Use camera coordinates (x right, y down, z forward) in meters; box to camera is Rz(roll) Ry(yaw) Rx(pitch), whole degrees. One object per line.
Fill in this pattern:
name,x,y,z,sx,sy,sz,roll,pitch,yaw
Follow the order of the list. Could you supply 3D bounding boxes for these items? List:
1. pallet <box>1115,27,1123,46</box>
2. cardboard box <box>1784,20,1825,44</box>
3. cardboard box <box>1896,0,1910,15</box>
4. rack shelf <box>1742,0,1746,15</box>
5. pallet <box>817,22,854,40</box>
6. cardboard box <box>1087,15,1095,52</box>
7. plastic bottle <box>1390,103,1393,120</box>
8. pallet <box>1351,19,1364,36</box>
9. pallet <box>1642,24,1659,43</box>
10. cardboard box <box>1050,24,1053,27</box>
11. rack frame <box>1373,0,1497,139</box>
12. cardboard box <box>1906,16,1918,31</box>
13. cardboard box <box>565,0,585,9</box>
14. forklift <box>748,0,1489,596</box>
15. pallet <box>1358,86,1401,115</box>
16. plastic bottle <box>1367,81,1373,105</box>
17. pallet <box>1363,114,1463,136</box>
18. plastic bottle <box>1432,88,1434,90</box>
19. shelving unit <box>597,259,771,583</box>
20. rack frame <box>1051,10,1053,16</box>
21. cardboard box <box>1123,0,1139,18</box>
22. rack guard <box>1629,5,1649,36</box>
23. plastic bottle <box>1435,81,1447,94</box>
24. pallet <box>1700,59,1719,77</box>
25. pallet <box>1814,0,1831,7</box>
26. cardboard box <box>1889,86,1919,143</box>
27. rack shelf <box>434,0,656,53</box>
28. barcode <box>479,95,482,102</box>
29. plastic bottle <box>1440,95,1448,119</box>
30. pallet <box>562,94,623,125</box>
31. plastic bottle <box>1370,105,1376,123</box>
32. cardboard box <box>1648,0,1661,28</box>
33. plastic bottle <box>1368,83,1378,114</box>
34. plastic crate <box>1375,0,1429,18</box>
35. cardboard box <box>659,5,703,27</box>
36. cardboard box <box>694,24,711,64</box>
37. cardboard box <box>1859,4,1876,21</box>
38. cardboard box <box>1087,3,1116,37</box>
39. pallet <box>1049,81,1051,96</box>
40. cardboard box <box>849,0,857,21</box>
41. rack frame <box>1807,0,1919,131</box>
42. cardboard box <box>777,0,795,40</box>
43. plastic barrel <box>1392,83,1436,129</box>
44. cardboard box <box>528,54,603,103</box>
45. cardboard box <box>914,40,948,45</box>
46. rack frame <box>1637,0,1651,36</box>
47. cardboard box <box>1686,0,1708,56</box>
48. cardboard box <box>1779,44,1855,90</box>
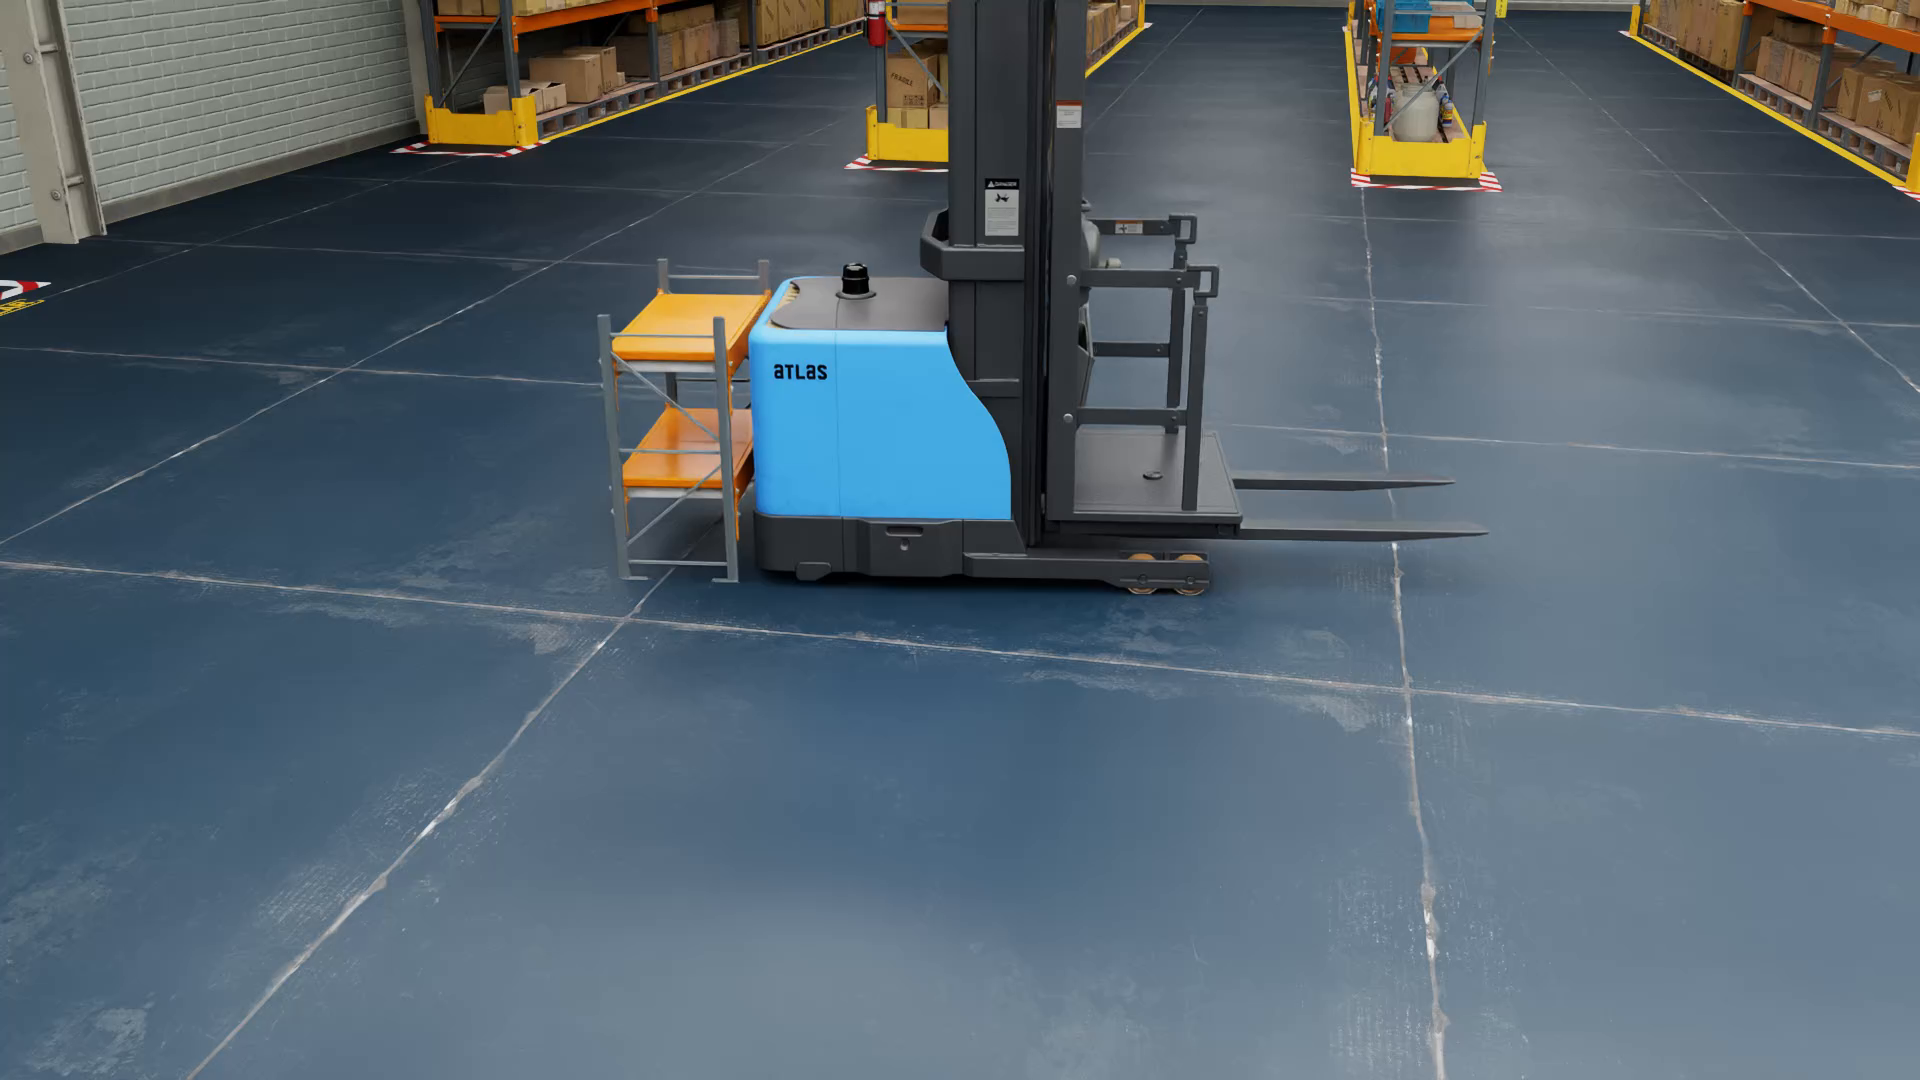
pallet,2.238,-8.665,28.586,1.003,0.211,1.213,4,22,11
cardboard box,10.772,-6.438,21.078,0.500,0.250,0.500,7,23,17
cardboard box,9.614,-5.317,16.008,0.875,0.500,0.500,4,22,11
rack shelf,11.386,-7.886,23.881,1.077,0.370,4.000,4,22,11
pallet,-2.521,-9.062,29.572,1.003,0.211,1.213,4,22,11
cardboard box,1.755,-7.626,25.029,0.500,0.500,0.500,4,22,9
plastic bottle,4.675,-4.689,18.138,0.097,0.201,0.097,0,22,0
pallet,7.555,-9.199,29.912,1.003,0.211,1.213,4,22,11
pallet,12.524,-8.822,28.975,1.003,0.211,1.213,4,22,11
cardboard box,1.315,-7.023,23.144,0.500,0.311,0.500,4,22,10
rack frame,4.497,-4.940,15.603,1.000,3.000,0.127,4,22,11
cardboard box,9.441,-5.024,16.149,0.380,0.149,0.250,4,22,11
cardboard box,-4.590,-6.166,18.822,0.500,0.250,0.500,4,22,10
forklift,0.681,-1.336,6.747,3.031,2.935,1.130,1,22,3
pallet,5.435,-5.399,20.477,1.003,0.211,1.213,4,22,11
plastic bottle,4.780,-5.140,19.157,0.152,0.276,0.135,5,23,13
pallet,4.888,-4.419,18.043,1.003,0.211,1.213,4,22,11
plastic bottle,5.253,-4.899,18.550,0.061,0.283,0.133,4,22,11
shelving unit,-1.139,-0.544,7.198,0.538,1.125,1.048,1,22,3
rack frame,1.281,-8.244,23.809,1.000,3.000,0.127,4,22,11
cardboard box,3.044,-9.997,30.918,0.500,0.500,0.500,4,22,11
rack guard,12.615,-9.263,29.684,1.175,0.500,0.348,4,22,11
plastic bottle,5.359,-4.932,18.541,0.144,0.351,0.185,4,22,11
pallet,11.464,-6.922,24.258,1.003,0.211,1.213,4,22,11
pallet,10.460,-6.204,19.001,1.003,0.211,1.213,4,22,11
cardboard box,9.724,-4.273,16.733,0.500,0.500,0.500,7,23,16
rack shelf,-4.794,-6.093,19.429,1.077,0.370,4.000,4,22,11
barcode,-5.360,-4.939,18.600,0.001,0.075,0.075,4,22,11
plastic bottle,5.262,-4.679,18.020,0.097,0.271,0.097,0,22,0
pallet,-4.735,-5.168,19.904,1.003,0.211,1.213,4,22,11
plastic bottle,4.442,-4.551,17.795,0.097,0.201,0.097,0,22,0
cardboard box,12.558,-9.383,28.917,0.875,0.875,0.875,4,22,11
plastic bottle,4.617,-4.890,18.436,0.144,0.351,0.185,4,22,10
plastic crate,4.444,-5.314,16.731,0.499,0.251,0.408,4,22,11
cardboard box,-3.943,-7.354,23.350,0.500,0.250,0.500,4,22,11
cardboard box,-3.958,-7.034,23.562,0.700,0.500,0.500,4,22,11
cardboard box,9.603,-5.488,17.302,0.380,0.149,0.250,4,22,11
cardboard box,2.277,-8.549,27.324,0.500,0.500,0.500,4,22,11
pallet,0.577,-5.760,21.374,1.003,0.211,1.213,4,22,11
cardboard box,-2.287,-9.755,30.345,0.700,0.500,0.500,5,22,12
rack frame,10.162,-6.025,18.298,1.000,3.000,0.127,4,22,11
cardboard box,-3.106,-8.397,26.504,0.750,0.750,0.750,4,22,11
plastic barrel,4.659,-4.410,17.057,0.421,0.512,0.421,0,22,0
cardboard box,-4.657,-5.459,19.649,0.700,0.500,0.500,3,22,8
cardboard box,-0.240,-5.354,18.747,0.500,0.500,0.500,4,22,11
rack frame,12.610,-10.414,29.195,1.000,3.000,0.127,4,22,11
cardboard box,11.502,-7.597,24.485,1.225,0.875,0.875,4,22,9
cardboard box,10.651,-5.874,20.681,0.700,0.500,0.500,6,23,15
